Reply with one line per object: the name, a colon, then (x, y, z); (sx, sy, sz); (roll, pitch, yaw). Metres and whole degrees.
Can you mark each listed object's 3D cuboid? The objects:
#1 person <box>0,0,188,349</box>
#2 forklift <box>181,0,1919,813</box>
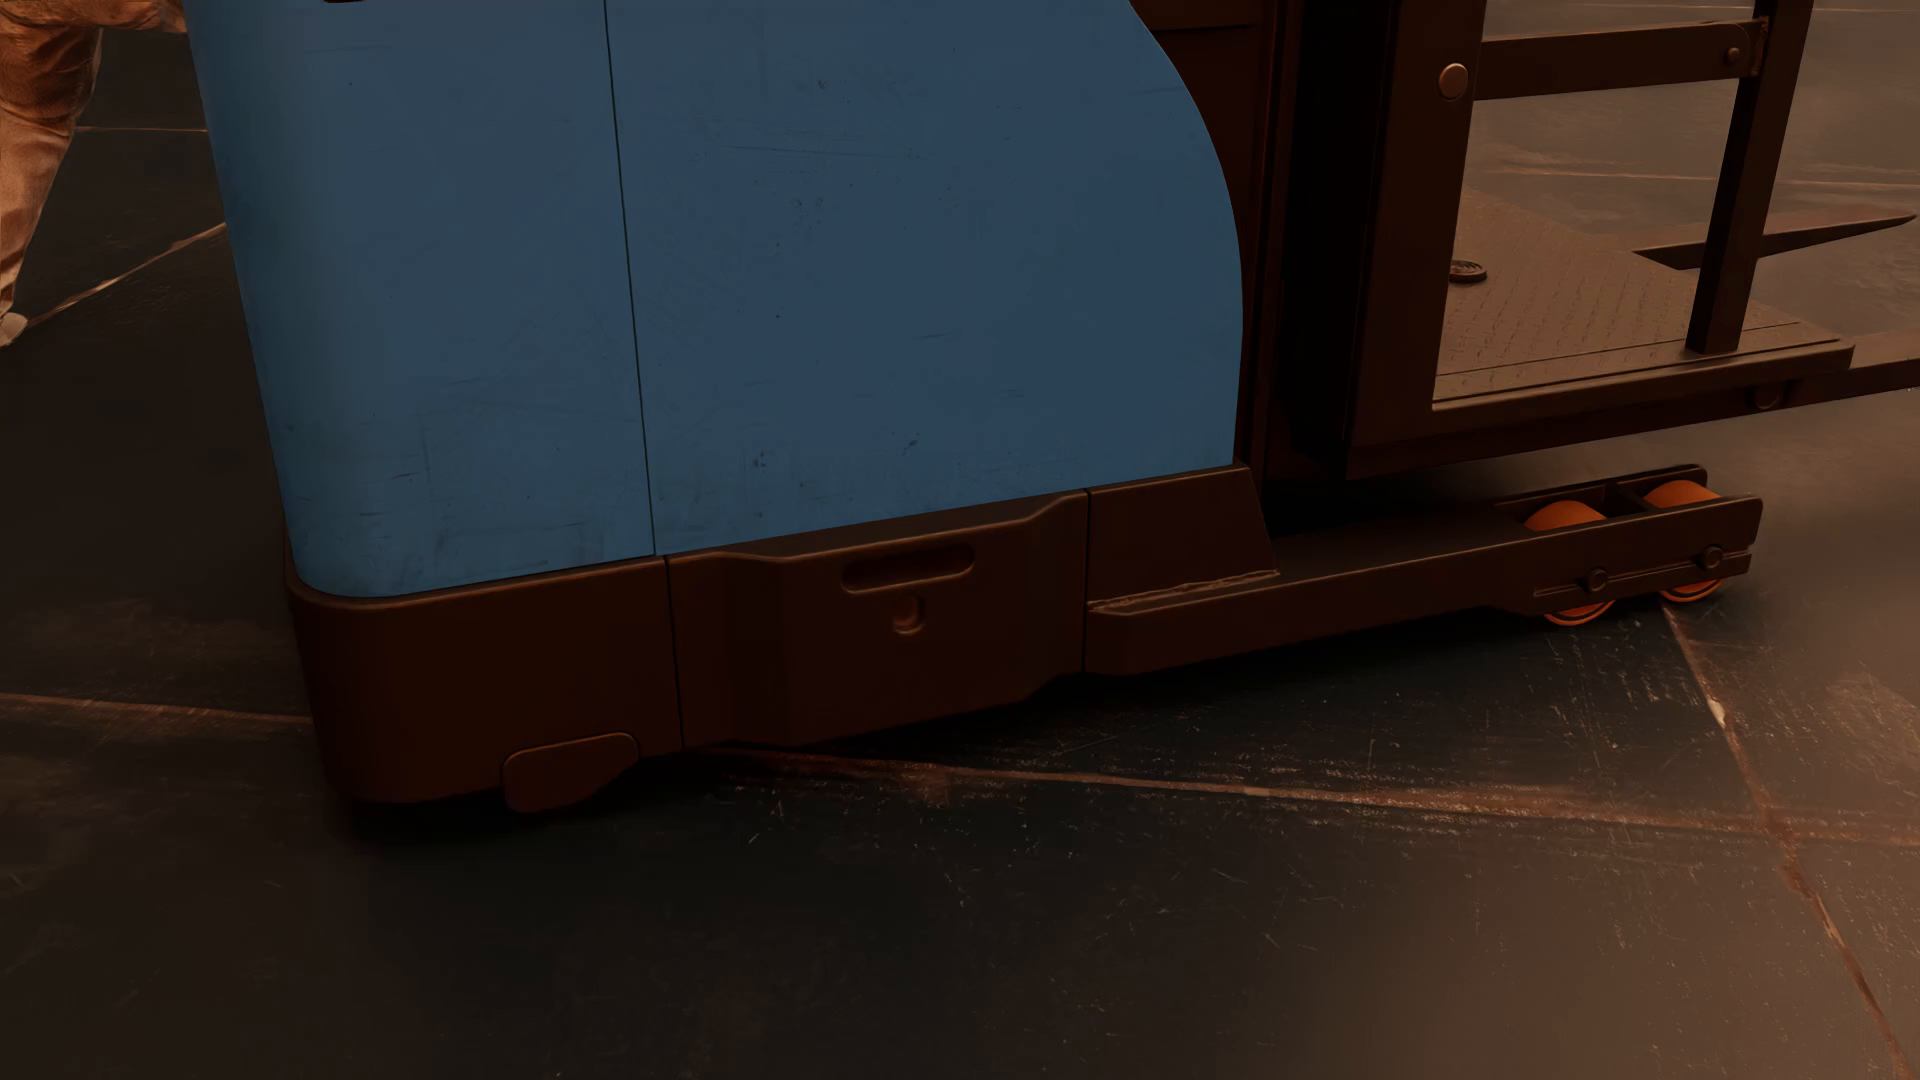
person: (-1.583, -1.120, 2.944); (1.014, 1.656, 0.671); (15, 30, 28)
forklift: (0.572, -1.406, 2.035); (3.031, 2.935, 1.130); (-9, 28, -18)
